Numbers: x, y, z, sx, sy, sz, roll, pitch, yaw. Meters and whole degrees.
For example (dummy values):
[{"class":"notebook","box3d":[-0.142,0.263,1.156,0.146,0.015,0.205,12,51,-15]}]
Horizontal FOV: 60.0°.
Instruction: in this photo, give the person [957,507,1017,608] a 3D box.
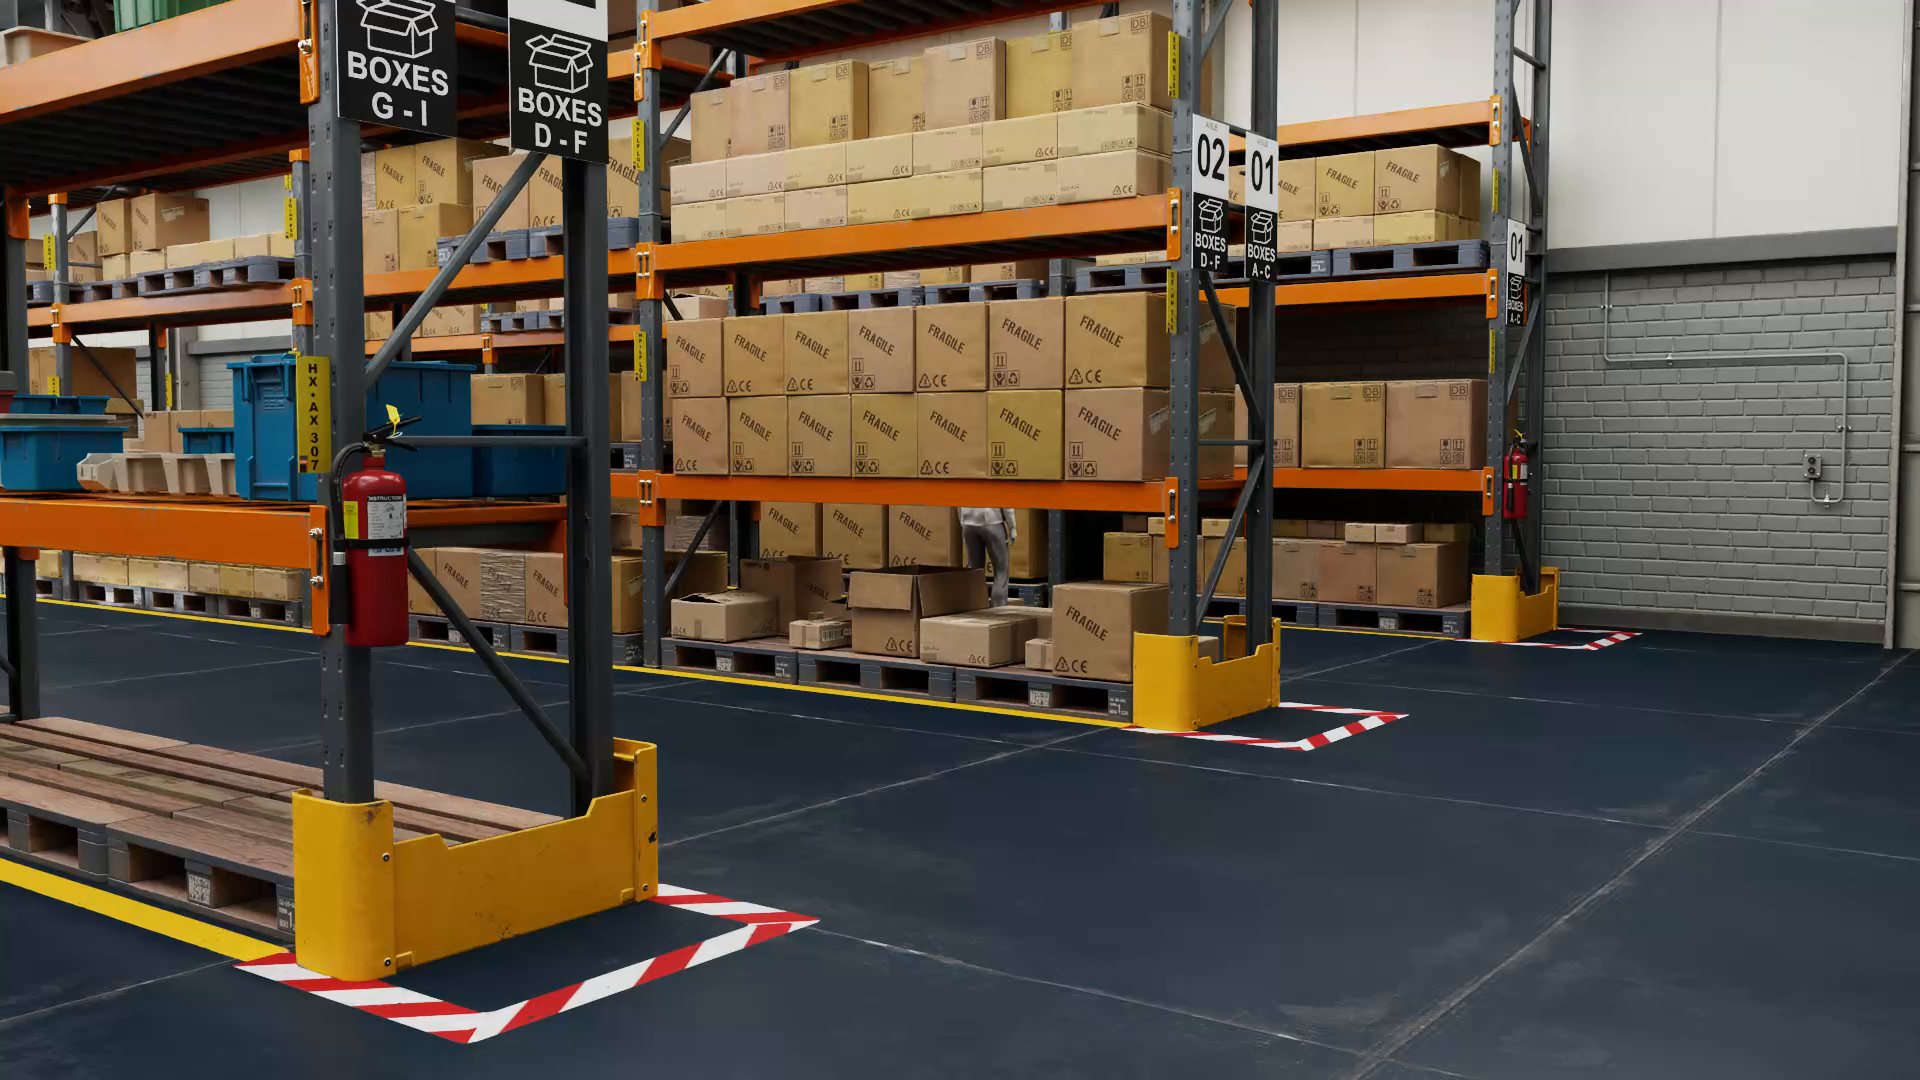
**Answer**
[{"class":"person","box3d":[0.213,-0.091,13.197,0.529,1.663,0.372,2,4,36]}]
